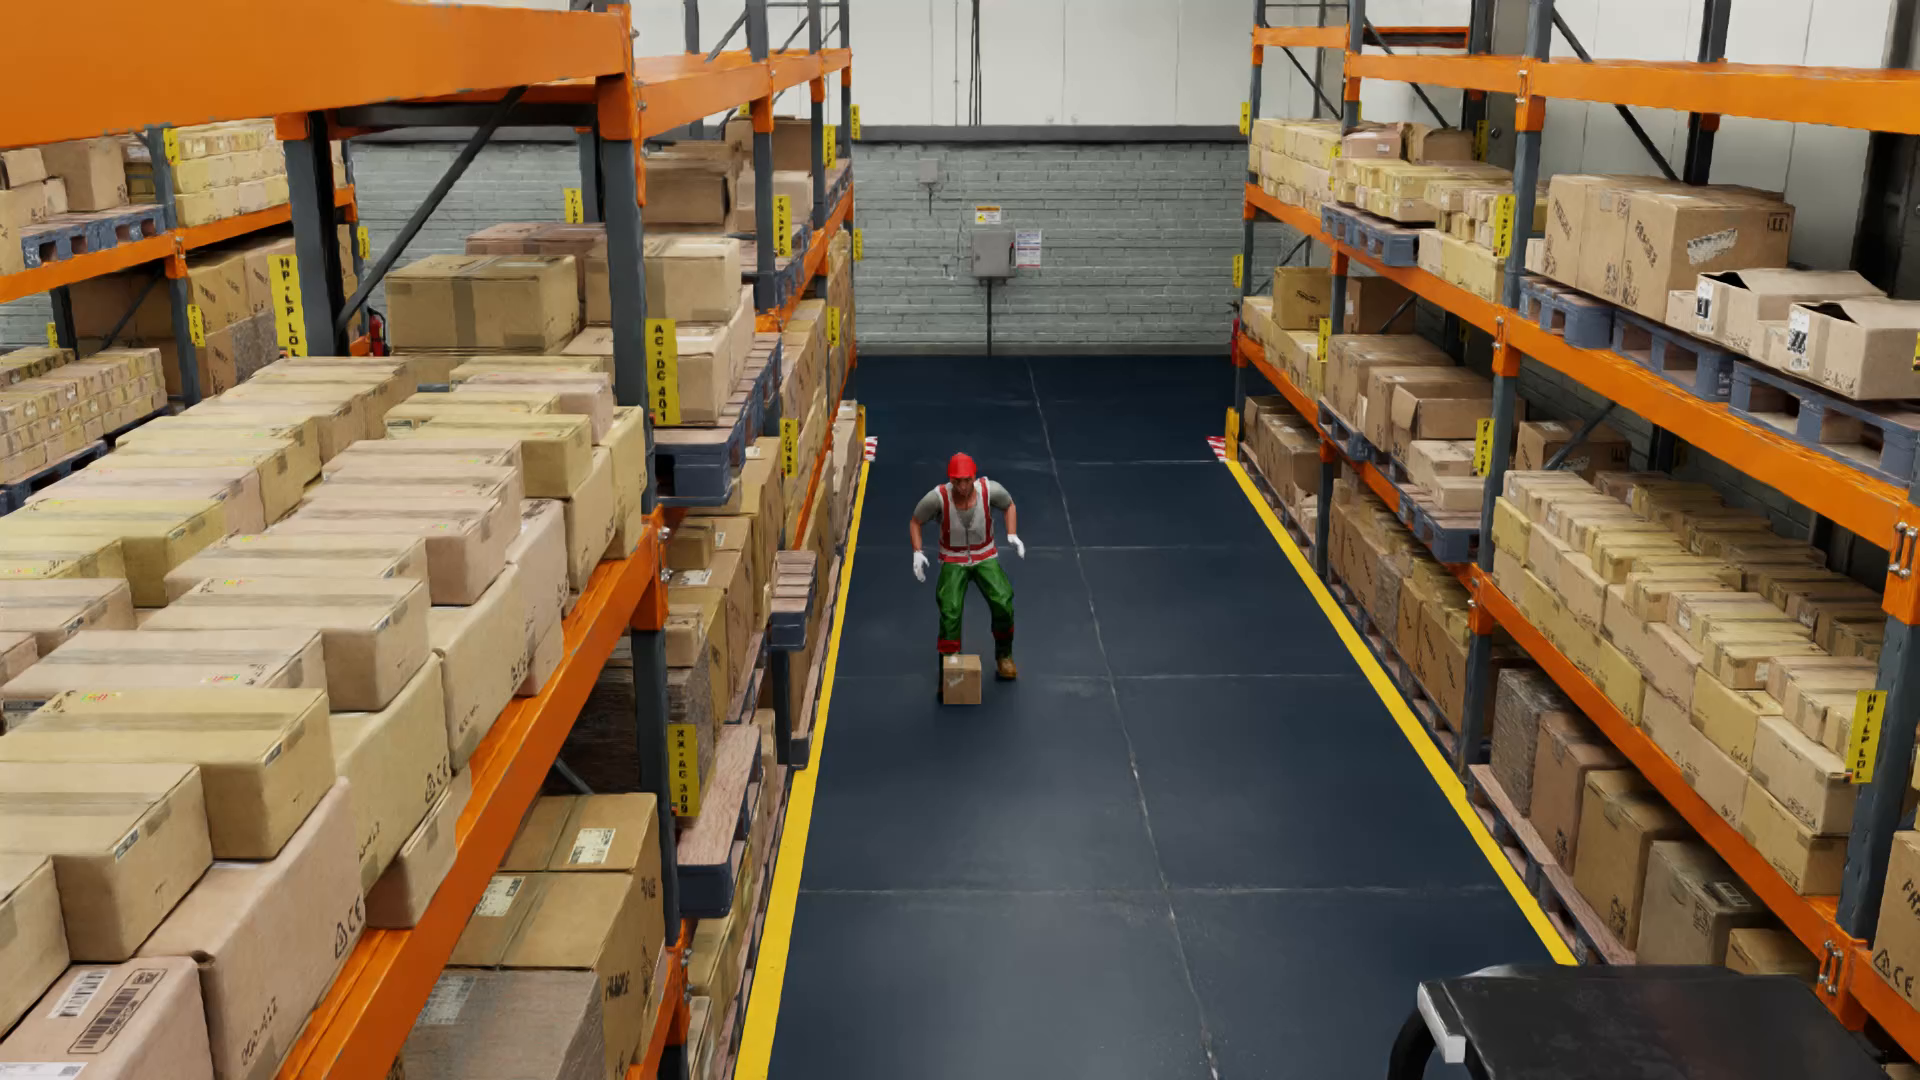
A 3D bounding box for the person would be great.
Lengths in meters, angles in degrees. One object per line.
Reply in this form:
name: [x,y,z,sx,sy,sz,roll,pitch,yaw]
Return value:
person: [0.061,0.196,11.188,0.773,1.601,0.808,-2,17,-5]
